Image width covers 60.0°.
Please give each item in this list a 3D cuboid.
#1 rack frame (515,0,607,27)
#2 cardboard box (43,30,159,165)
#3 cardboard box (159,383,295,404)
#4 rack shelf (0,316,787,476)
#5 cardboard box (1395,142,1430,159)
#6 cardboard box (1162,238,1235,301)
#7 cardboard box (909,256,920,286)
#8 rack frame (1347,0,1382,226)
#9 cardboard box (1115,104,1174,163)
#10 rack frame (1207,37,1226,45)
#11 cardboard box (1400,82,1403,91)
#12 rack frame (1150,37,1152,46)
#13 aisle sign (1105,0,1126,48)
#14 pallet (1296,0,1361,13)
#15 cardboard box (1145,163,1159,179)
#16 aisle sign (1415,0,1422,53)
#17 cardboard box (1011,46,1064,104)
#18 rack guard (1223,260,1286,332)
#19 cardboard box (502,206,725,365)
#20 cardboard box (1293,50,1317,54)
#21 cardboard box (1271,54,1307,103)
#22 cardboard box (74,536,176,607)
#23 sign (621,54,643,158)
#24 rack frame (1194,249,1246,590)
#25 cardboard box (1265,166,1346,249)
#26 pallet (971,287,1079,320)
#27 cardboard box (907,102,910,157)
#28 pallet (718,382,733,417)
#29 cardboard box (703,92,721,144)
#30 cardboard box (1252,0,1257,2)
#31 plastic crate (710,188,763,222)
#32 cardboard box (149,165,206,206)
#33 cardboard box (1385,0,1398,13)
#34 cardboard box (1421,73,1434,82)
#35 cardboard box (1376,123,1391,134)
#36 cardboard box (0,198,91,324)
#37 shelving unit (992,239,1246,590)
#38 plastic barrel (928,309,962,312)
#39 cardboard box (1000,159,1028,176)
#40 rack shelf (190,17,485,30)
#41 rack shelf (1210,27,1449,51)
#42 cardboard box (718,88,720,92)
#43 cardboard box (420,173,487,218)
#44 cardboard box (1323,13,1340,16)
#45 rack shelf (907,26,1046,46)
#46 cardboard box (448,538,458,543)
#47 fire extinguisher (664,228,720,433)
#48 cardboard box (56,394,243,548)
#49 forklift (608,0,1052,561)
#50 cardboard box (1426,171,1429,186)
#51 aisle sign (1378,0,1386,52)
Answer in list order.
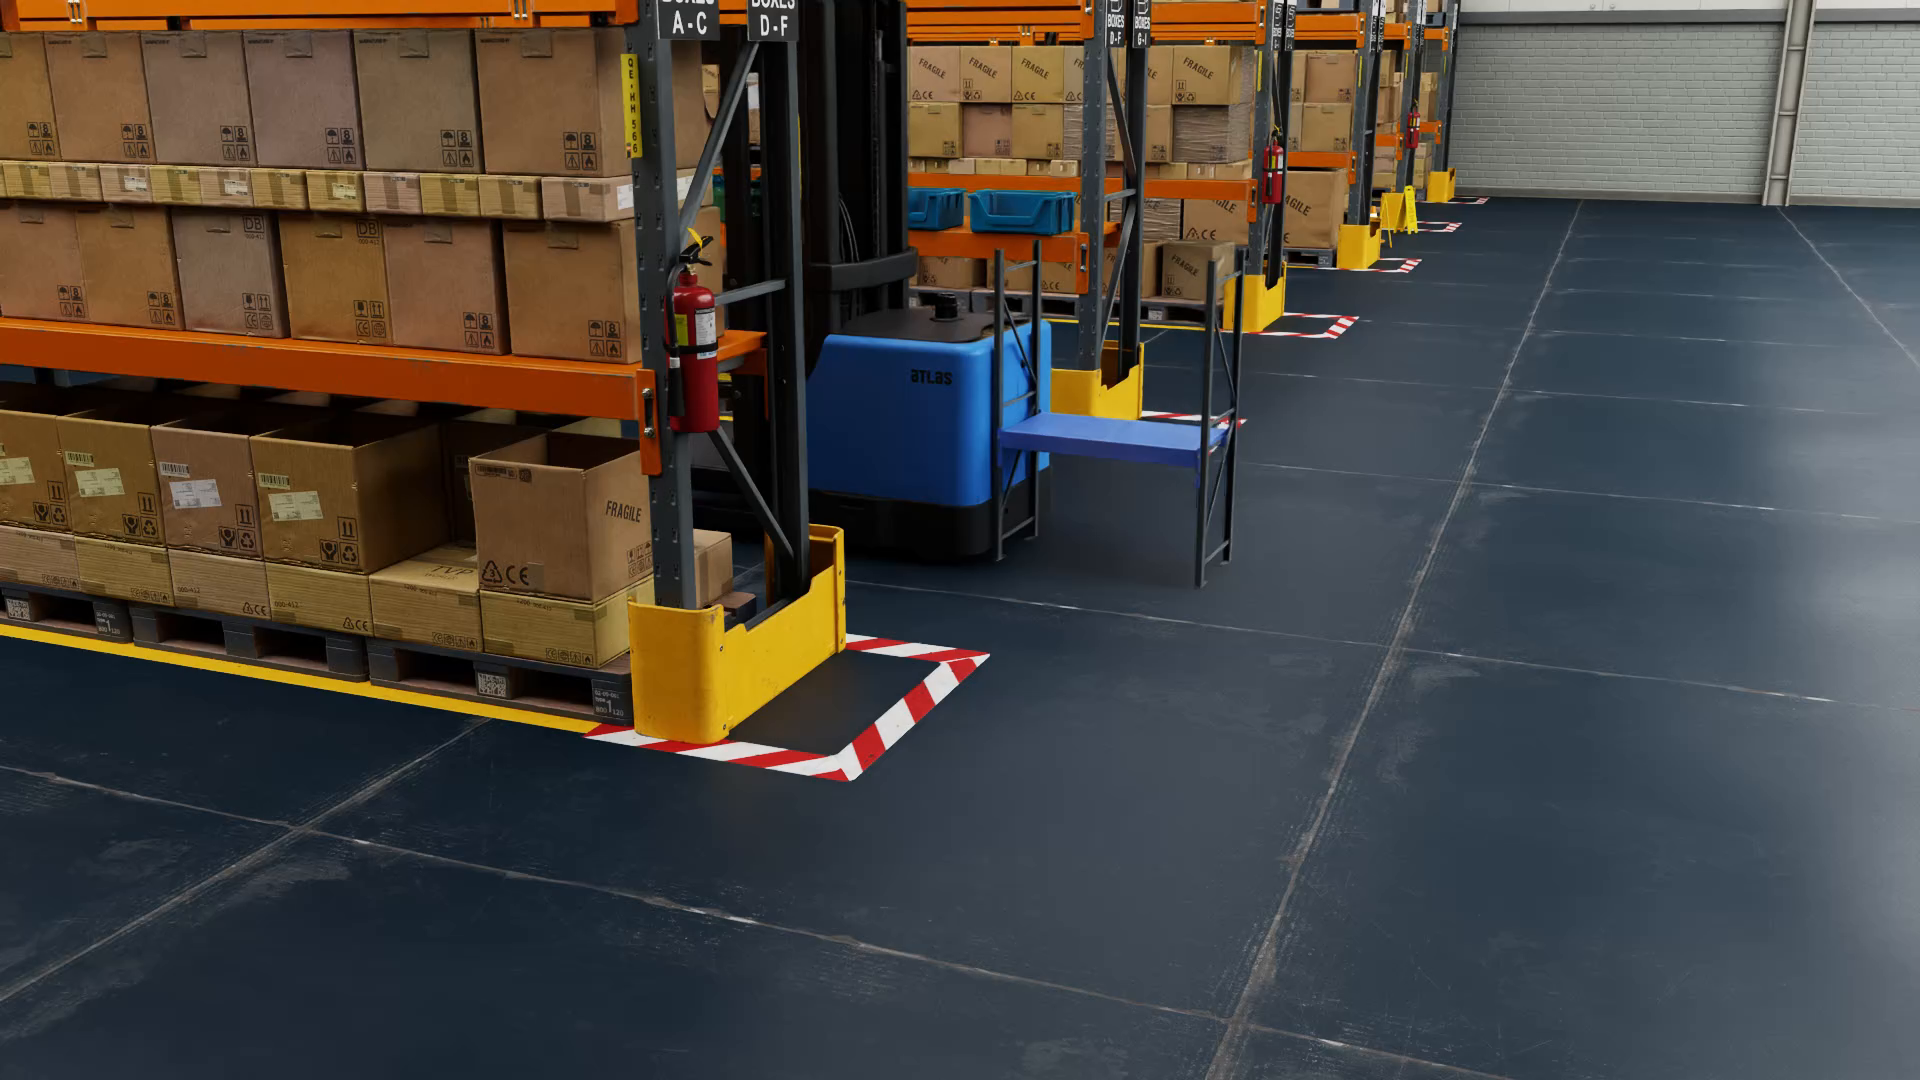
[{"bbox_3d":[-2.751,-2.571,11.904,0.127,3.000,1.000,6,17,21],"label":"rack frame"},{"bbox_3d":[-3.221,-1.811,6.780,0.500,0.500,0.700,6,17,21],"label":"cardboard box"},{"bbox_3d":[-3.133,-0.433,7.373,0.500,0.500,0.500,6,17,21],"label":"cardboard box"},{"bbox_3d":[-2.712,-0.736,6.875,4.000,0.370,1.077,6,17,21],"label":"rack shelf"},{"bbox_3d":[7.698,-6.632,28.277,0.500,0.250,0.500,7,18,22],"label":"cardboard box"},{"bbox_3d":[2.212,-2.516,15.444,0.500,0.500,0.500,10,19,31],"label":"cardboard box"},{"bbox_3d":[-0.576,-2.805,16.442,0.500,0.500,0.500,6,17,19],"label":"cardboard box"},{"bbox_3d":[4.701,-4.722,19.315,0.127,3.000,1.000,6,17,21],"label":"rack frame"},{"bbox_3d":[1.777,-3.720,15.151,0.500,0.500,0.875,6,17,21],"label":"cardboard box"},{"bbox_3d":[4.520,-7.713,29.618,0.127,3.000,1.000,6,17,21],"label":"rack frame"},{"bbox_3d":[7.567,-7.645,28.039,0.250,0.149,0.380,7,17,22],"label":"cardboard box"},{"bbox_3d":[2.702,-6.425,25.182,0.127,3.000,1.000,6,17,21],"label":"rack frame"},{"bbox_3d":[0.928,-3.326,9.841,0.004,0.787,0.394,6,17,21],"label":"aisle sign"},{"bbox_3d":[4.007,-6.193,19.161,1.213,0.211,1.003,6,17,21],"label":"pallet"},{"bbox_3d":[1.736,-3.369,15.103,0.250,0.149,0.380,6,17,21],"label":"cardboard box"},{"bbox_3d":[6.375,-7.183,23.129,0.004,0.787,0.394,6,17,21],"label":"aisle sign"},{"bbox_3d":[0.791,-4.264,15.230,0.500,0.500,0.500,6,17,21],"label":"cardboard box"},{"bbox_3d":[2.717,-2.253,15.294,0.348,0.500,1.175,6,17,21],"label":"rack guard"},{"bbox_3d":[-1.281,-0.976,6.232,0.500,0.500,0.700,6,17,21],"label":"cardboard box"},{"bbox_3d":[4.888,-6.762,23.835,0.500,0.500,0.700,6,17,20],"label":"cardboard box"},{"bbox_3d":[3.825,-5.393,19.420,0.550,0.550,0.875,6,17,21],"label":"cardboard box"},{"bbox_3d":[-3.325,0.063,7.009,0.500,0.250,0.500,6,17,21],"label":"cardboard box"},{"bbox_3d":[-1.063,-1.408,5.396,0.005,0.325,0.100,6,17,21],"label":"sign"},{"bbox_3d":[1.198,-0.557,7.657,0.032,1.500,0.500,7,18,24],"label":"rack frame"},{"bbox_3d":[4.046,-3.956,19.732,0.875,0.875,0.875,6,17,21],"label":"cardboard box"},{"bbox_3d":[0.843,-2.332,16.084,1.213,0.211,1.003,6,17,21],"label":"pallet"},{"bbox_3d":[-0.538,-3.984,16.059,0.500,0.500,0.875,6,17,21],"label":"cardboard box"},{"bbox_3d":[-1.003,-1.028,11.590,1.213,0.211,1.003,6,17,21],"label":"pallet"},{"bbox_3d":[-2.580,-4.260,16.784,0.637,0.503,0.797,8,18,26],"label":"cardboard box"},{"bbox_3d":[2.434,-4.931,14.922,0.500,0.250,0.500,7,18,22],"label":"cardboard box"},{"bbox_3d":[-1.592,-2.257,11.203,0.662,0.188,0.450,6,17,21],"label":"plastic crate"},{"bbox_3d":[-2.951,-1.411,6.565,0.250,0.149,0.380,6,17,20],"label":"cardboard box"},{"bbox_3d":[5.848,-7.510,23.273,0.500,0.250,0.500,6,17,20],"label":"cardboard box"},{"bbox_3d":[7.831,-7.788,28.000,0.250,0.149,0.380,6,17,21],"label":"cardboard box"},{"bbox_3d":[5.997,-5.878,23.748,0.250,0.149,0.380,7,18,22],"label":"cardboard box"},{"bbox_3d":[-3.664,-1.238,7.135,0.500,0.500,0.700,6,17,20],"label":"cardboard box"},{"bbox_3d":[0.738,-0.617,7.865,1.048,1.500,0.538,7,18,24],"label":"shelving unit"},{"bbox_3d":[-0.137,-1.267,11.123,0.421,0.512,0.421,0,16,0],"label":"plastic barrel"},{"bbox_3d":[0.556,-3.485,15.502,0.250,0.149,0.380,6,17,21],"label":"cardboard box"},{"bbox_3d":[-6.515,-5.564,18.125,4.000,0.370,1.077,6,17,21],"label":"rack shelf"},{"bbox_3d":[6.381,-8.604,28.595,4.000,0.370,1.077,6,17,21],"label":"rack shelf"},{"bbox_3d":[-3.104,-6.005,22.364,0.250,0.149,0.380,6,17,21],"label":"cardboard box"},{"bbox_3d":[-1.758,-1.279,6.111,0.250,0.149,0.380,6,17,20],"label":"cardboard box"},{"bbox_3d":[5.299,-7.396,23.596,0.250,0.149,0.380,6,17,21],"label":"cardboard box"},{"bbox_3d":[-0.880,-6.431,21.111,4.000,0.370,1.077,6,17,21],"label":"rack shelf"},{"bbox_3d":[-2.200,0.028,7.132,0.500,0.250,0.500,6,17,21],"label":"cardboard box"},{"bbox_3d":[-0.912,-0.708,5.625,0.183,0.674,0.296,6,17,21],"label":"fire extinguisher"},{"bbox_3d":[-3.325,-0.297,6.905,0.500,0.500,0.500,6,17,21],"label":"cardboard box"},{"bbox_3d":[-1.078,-1.565,8.561,3.031,2.935,1.130,7,18,24],"label":"forklift"},{"bbox_3d":[7.856,-6.286,28.881,0.500,0.250,0.500,6,17,21],"label":"cardboard box"},{"bbox_3d":[4.877,-6.041,19.195,0.004,0.787,0.394,6,17,21],"label":"aisle sign"}]
